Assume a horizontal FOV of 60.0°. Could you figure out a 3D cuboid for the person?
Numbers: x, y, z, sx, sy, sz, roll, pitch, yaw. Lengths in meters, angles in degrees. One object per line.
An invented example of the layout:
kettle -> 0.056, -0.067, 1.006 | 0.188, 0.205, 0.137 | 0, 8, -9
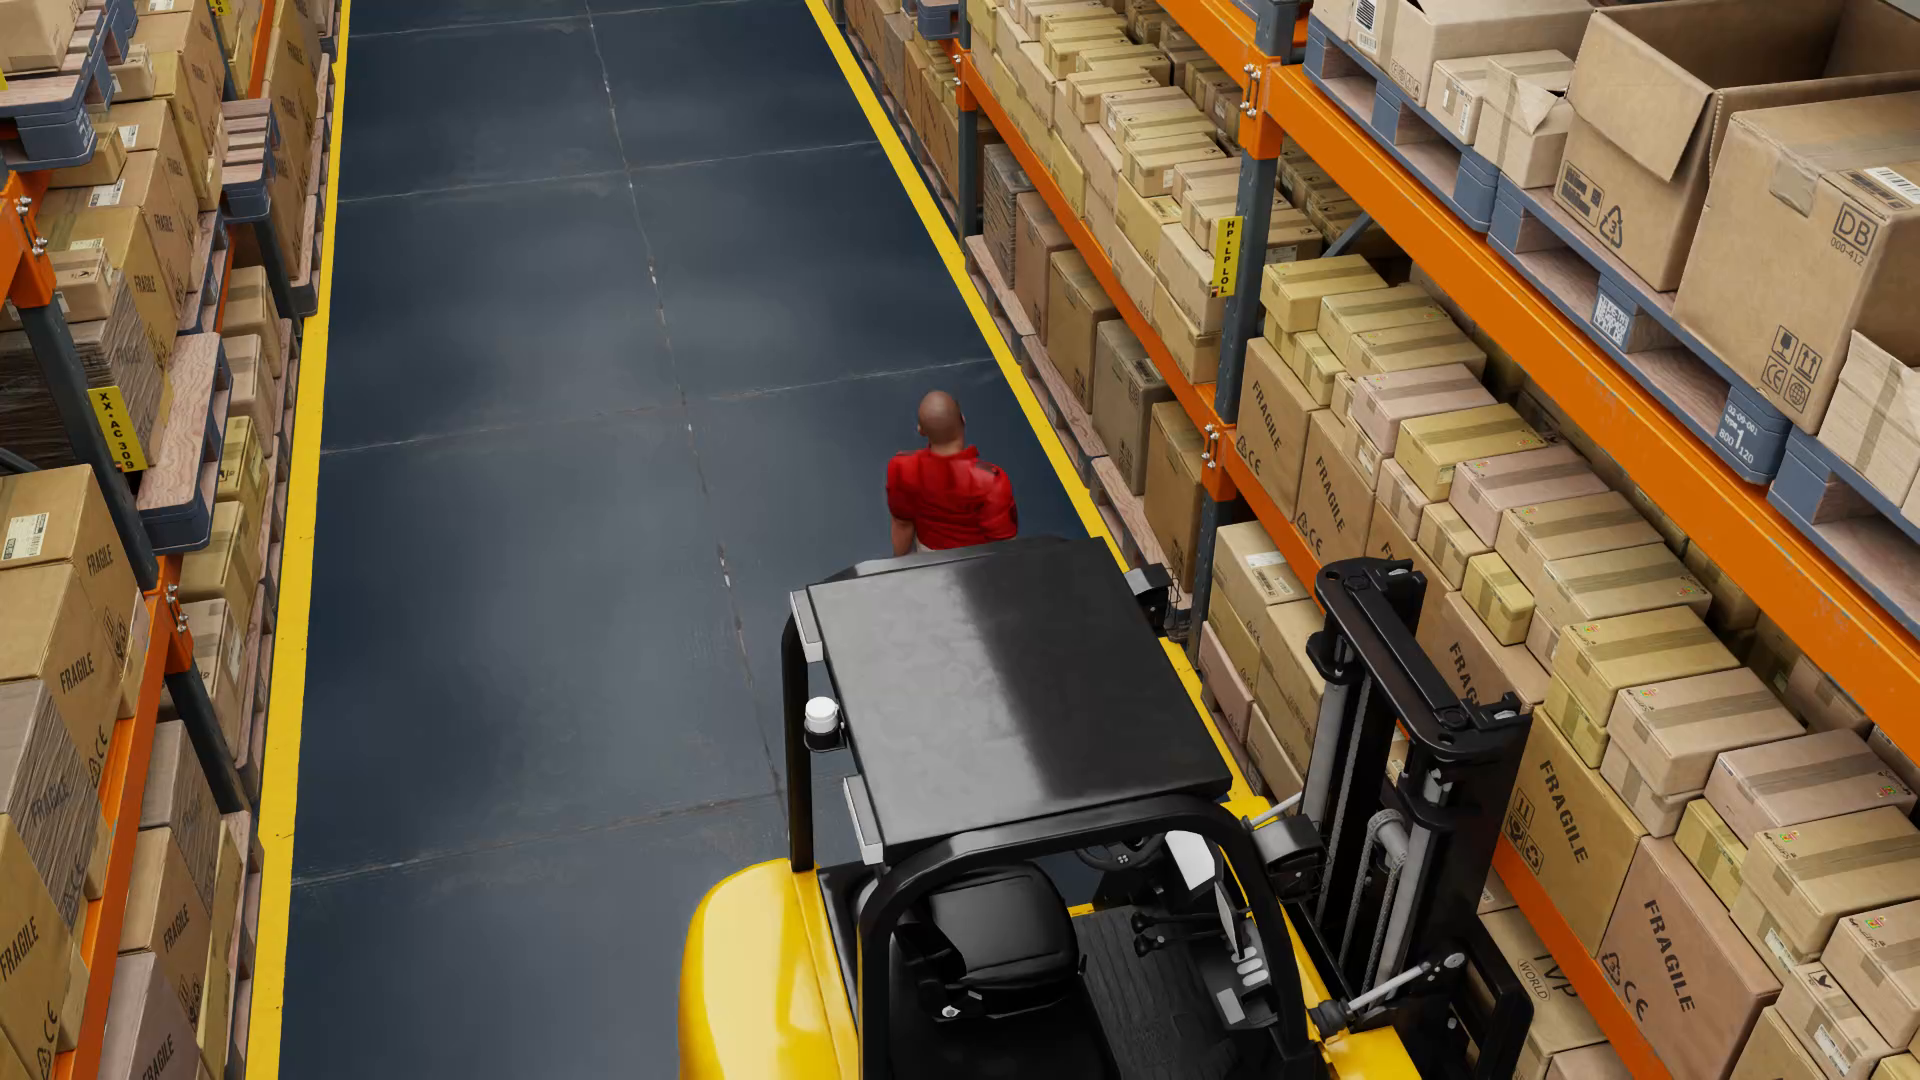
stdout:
person -> -0.012, 0.165, 6.494 | 0.560, 1.727, 0.464 | 13, 40, 16
